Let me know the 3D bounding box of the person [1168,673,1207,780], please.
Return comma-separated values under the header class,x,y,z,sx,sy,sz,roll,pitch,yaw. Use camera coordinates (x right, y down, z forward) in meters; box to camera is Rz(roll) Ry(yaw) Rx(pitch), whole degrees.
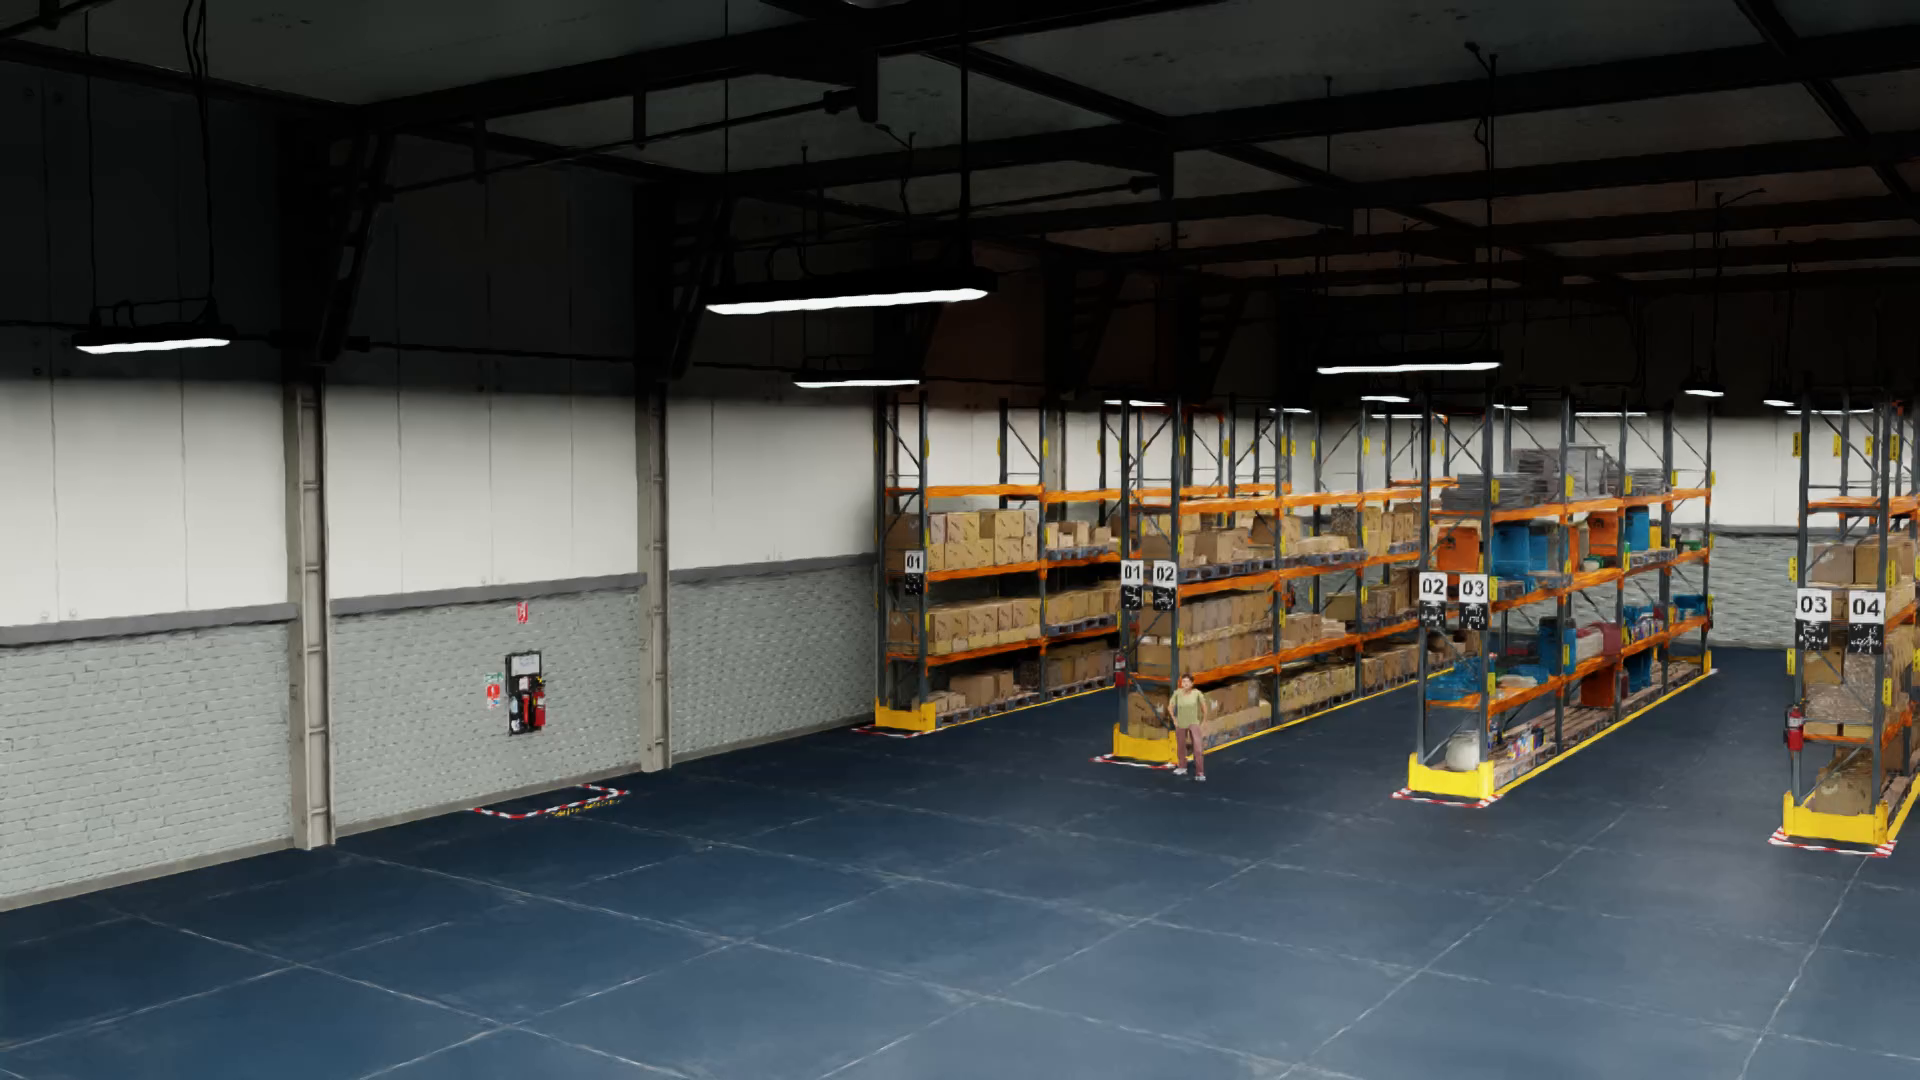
class,x,y,z,sx,sy,sz,roll,pitch,yaw
person,3.466,2.792,25.154,0.615,1.603,0.811,1,3,16
